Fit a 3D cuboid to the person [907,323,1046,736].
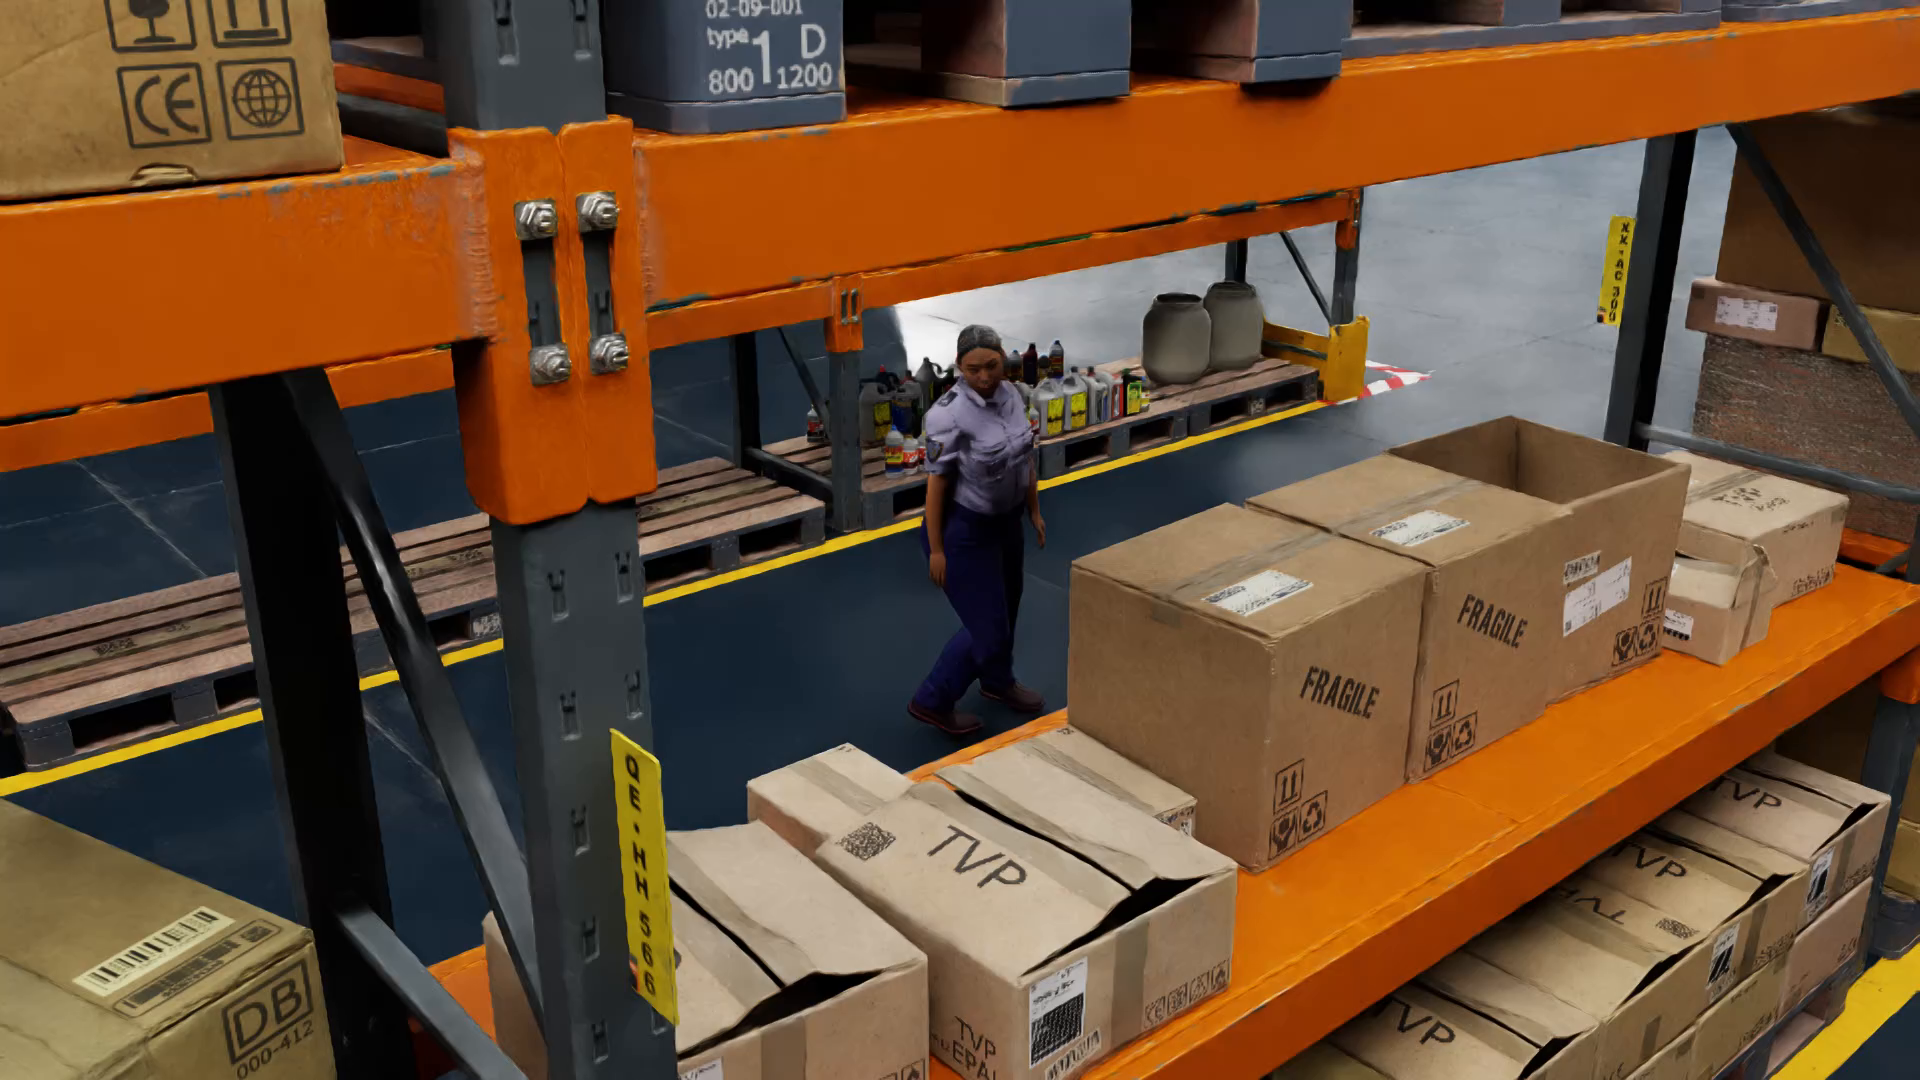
[{"bbox_3d":[0.087,-0.041,6.210,0.406,1.618,0.569,13,25,30],"label":"person"}]
